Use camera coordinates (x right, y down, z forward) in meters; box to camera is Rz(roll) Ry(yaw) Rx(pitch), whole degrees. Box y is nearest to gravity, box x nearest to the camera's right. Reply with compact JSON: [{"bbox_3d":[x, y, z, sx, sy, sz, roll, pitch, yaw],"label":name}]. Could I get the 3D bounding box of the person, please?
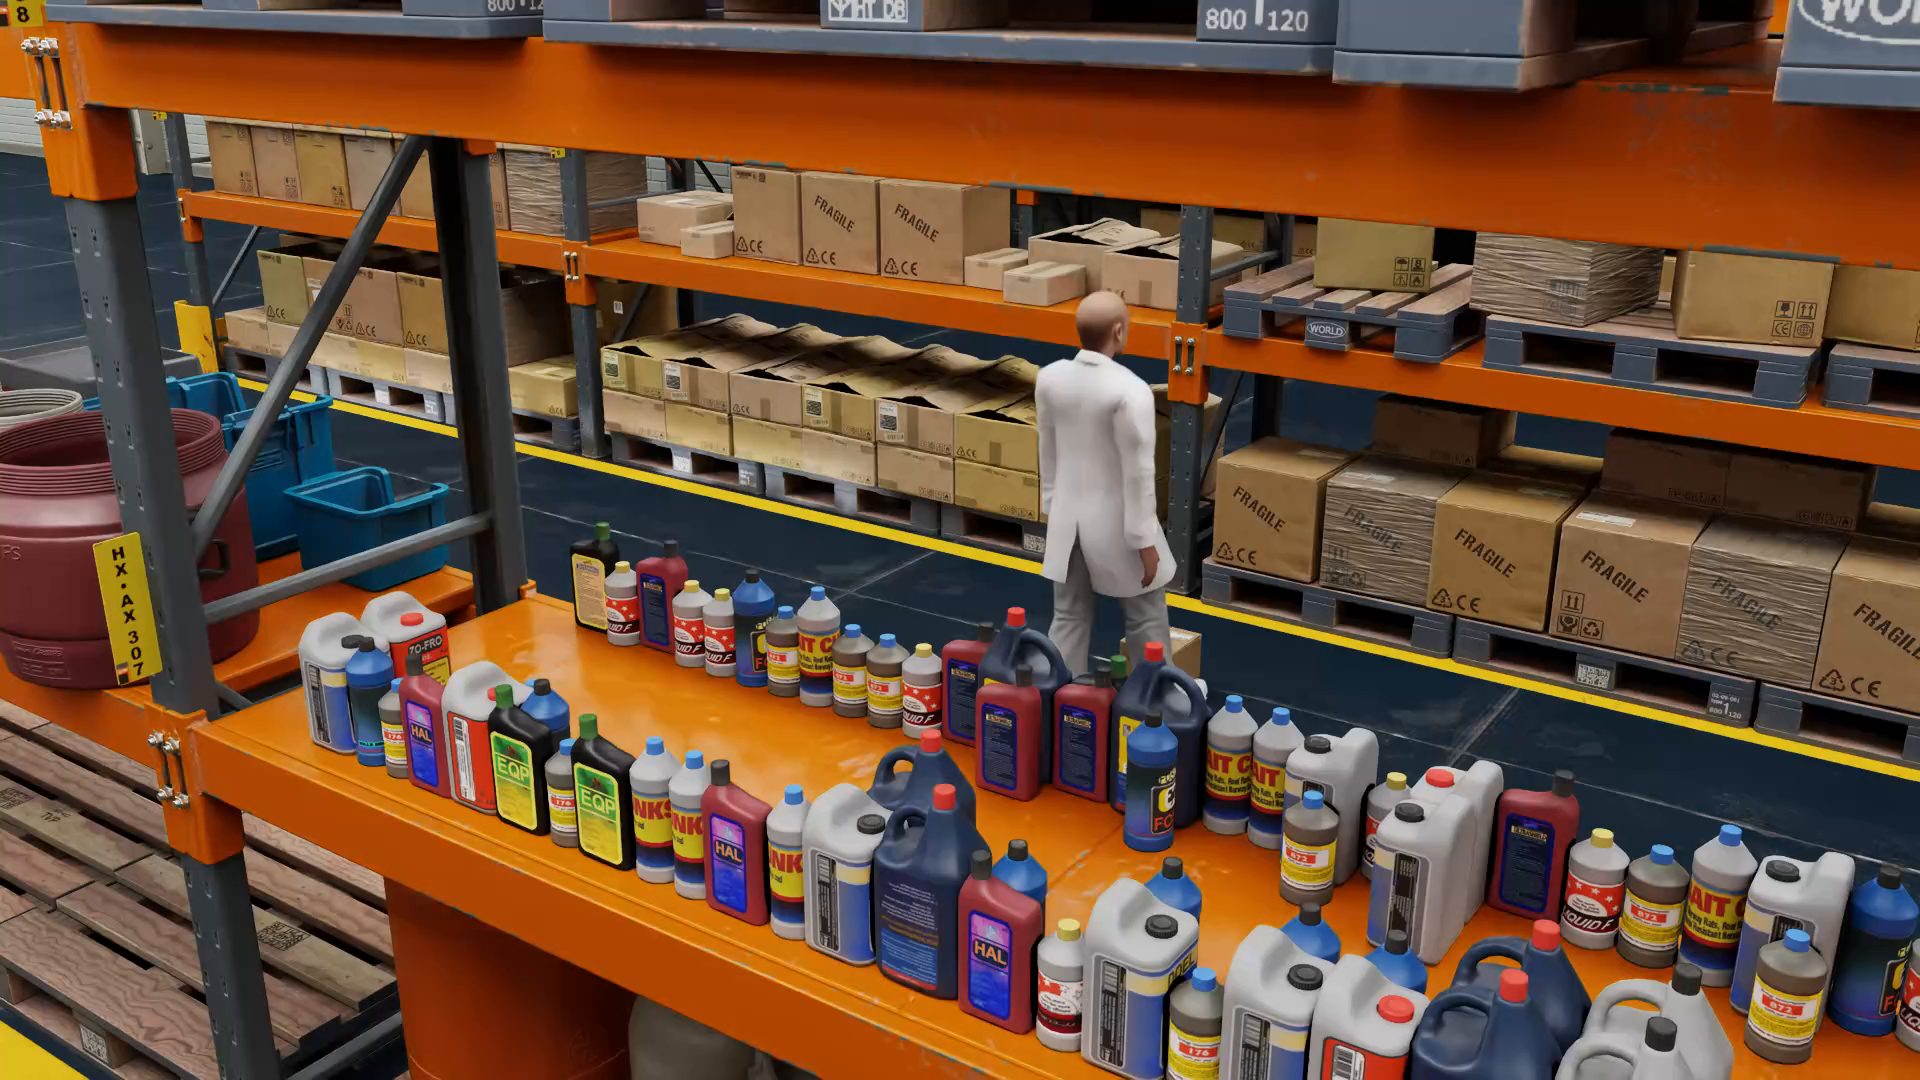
[{"bbox_3d":[0.623,-0.092,6.331,0.586,1.766,0.774,16,25,37],"label":"person"}]
